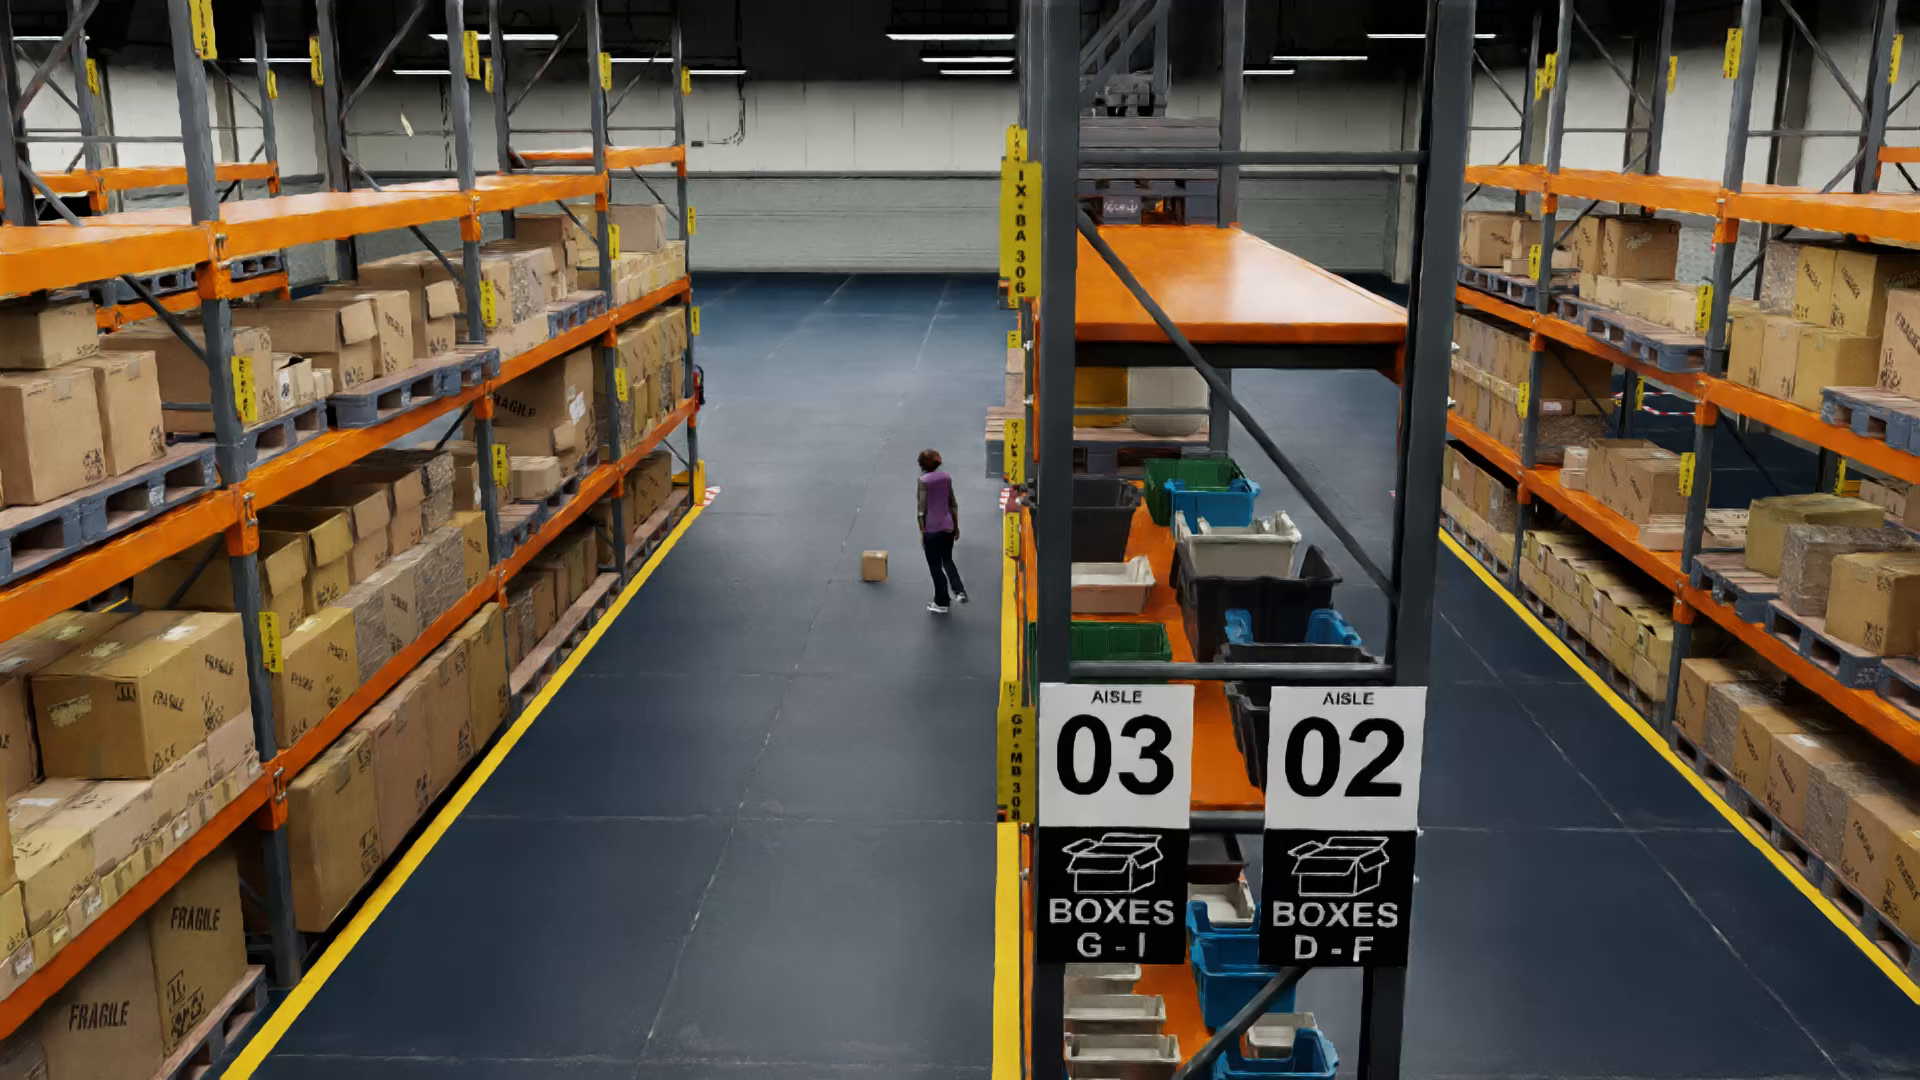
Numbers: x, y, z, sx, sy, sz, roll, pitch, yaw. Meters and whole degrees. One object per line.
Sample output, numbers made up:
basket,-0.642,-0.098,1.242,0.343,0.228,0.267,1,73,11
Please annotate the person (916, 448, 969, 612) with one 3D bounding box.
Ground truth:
person,-0.171,-0.076,15.819,0.475,1.592,0.488,-10,17,-35
